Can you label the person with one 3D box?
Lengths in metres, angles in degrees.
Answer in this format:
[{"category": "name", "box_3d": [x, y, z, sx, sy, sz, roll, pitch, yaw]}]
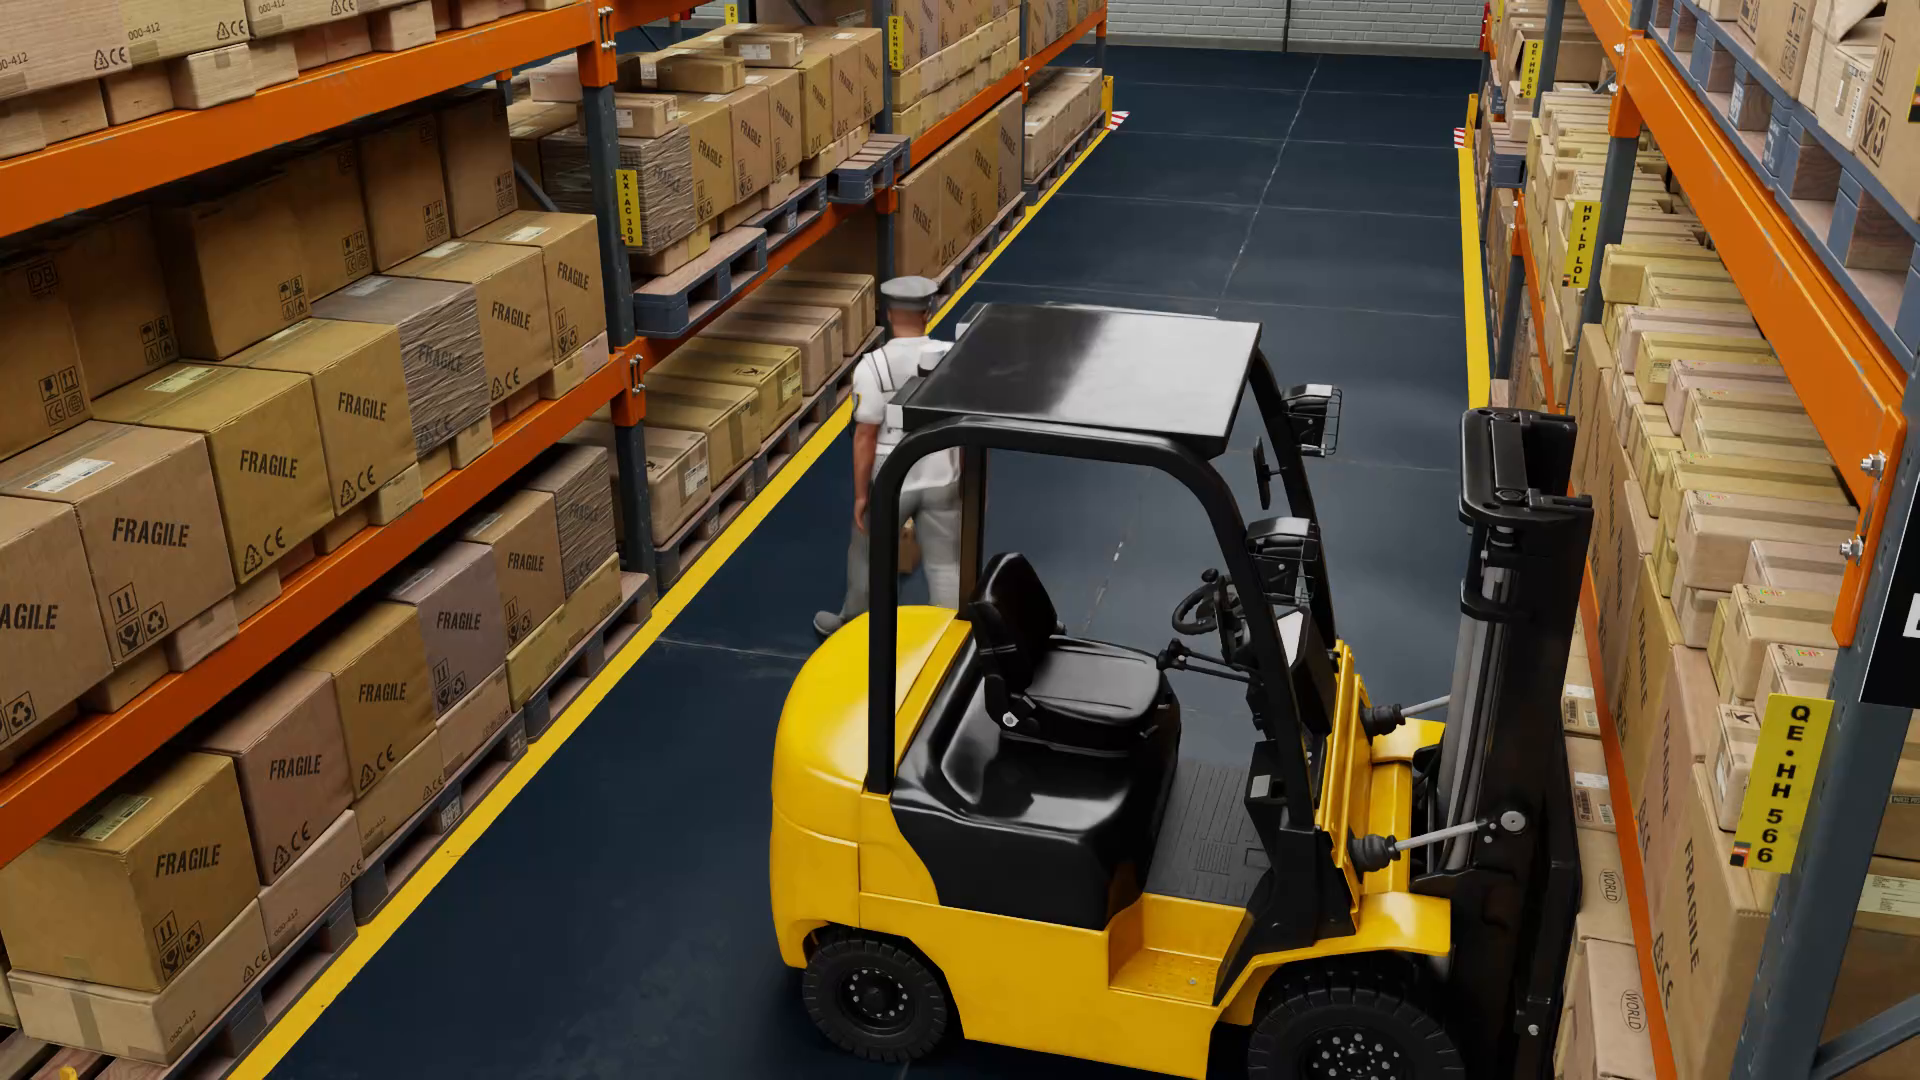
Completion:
[{"category": "person", "box_3d": [-0.249, -0.279, 7.177, 0.639, 1.712, 0.819, -10, 27, -20]}]
